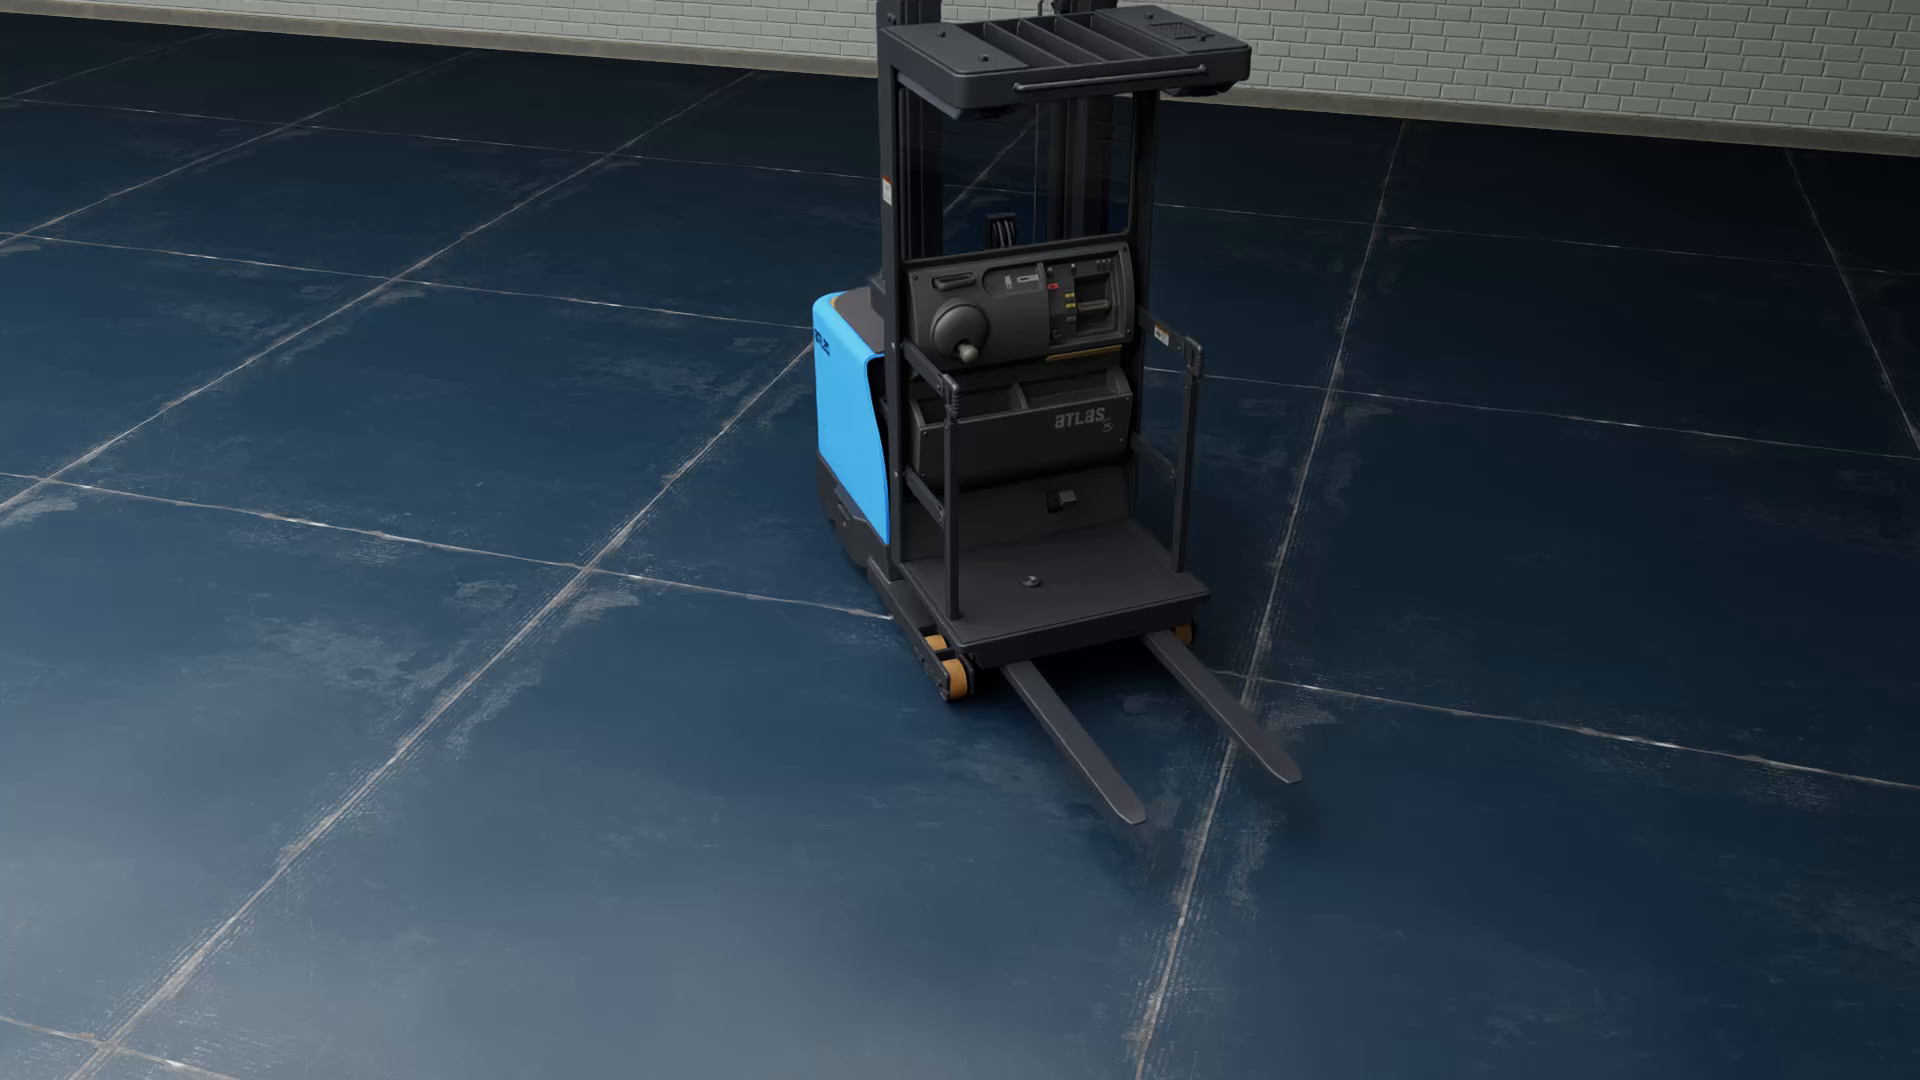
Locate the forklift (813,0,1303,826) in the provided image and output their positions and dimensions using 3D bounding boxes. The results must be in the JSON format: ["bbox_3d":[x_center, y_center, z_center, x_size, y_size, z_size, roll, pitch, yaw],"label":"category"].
[{"bbox_3d":[0.330,-0.875,6.308,1.130,2.935,3.031,-11,31,-19],"label":"forklift"}]
